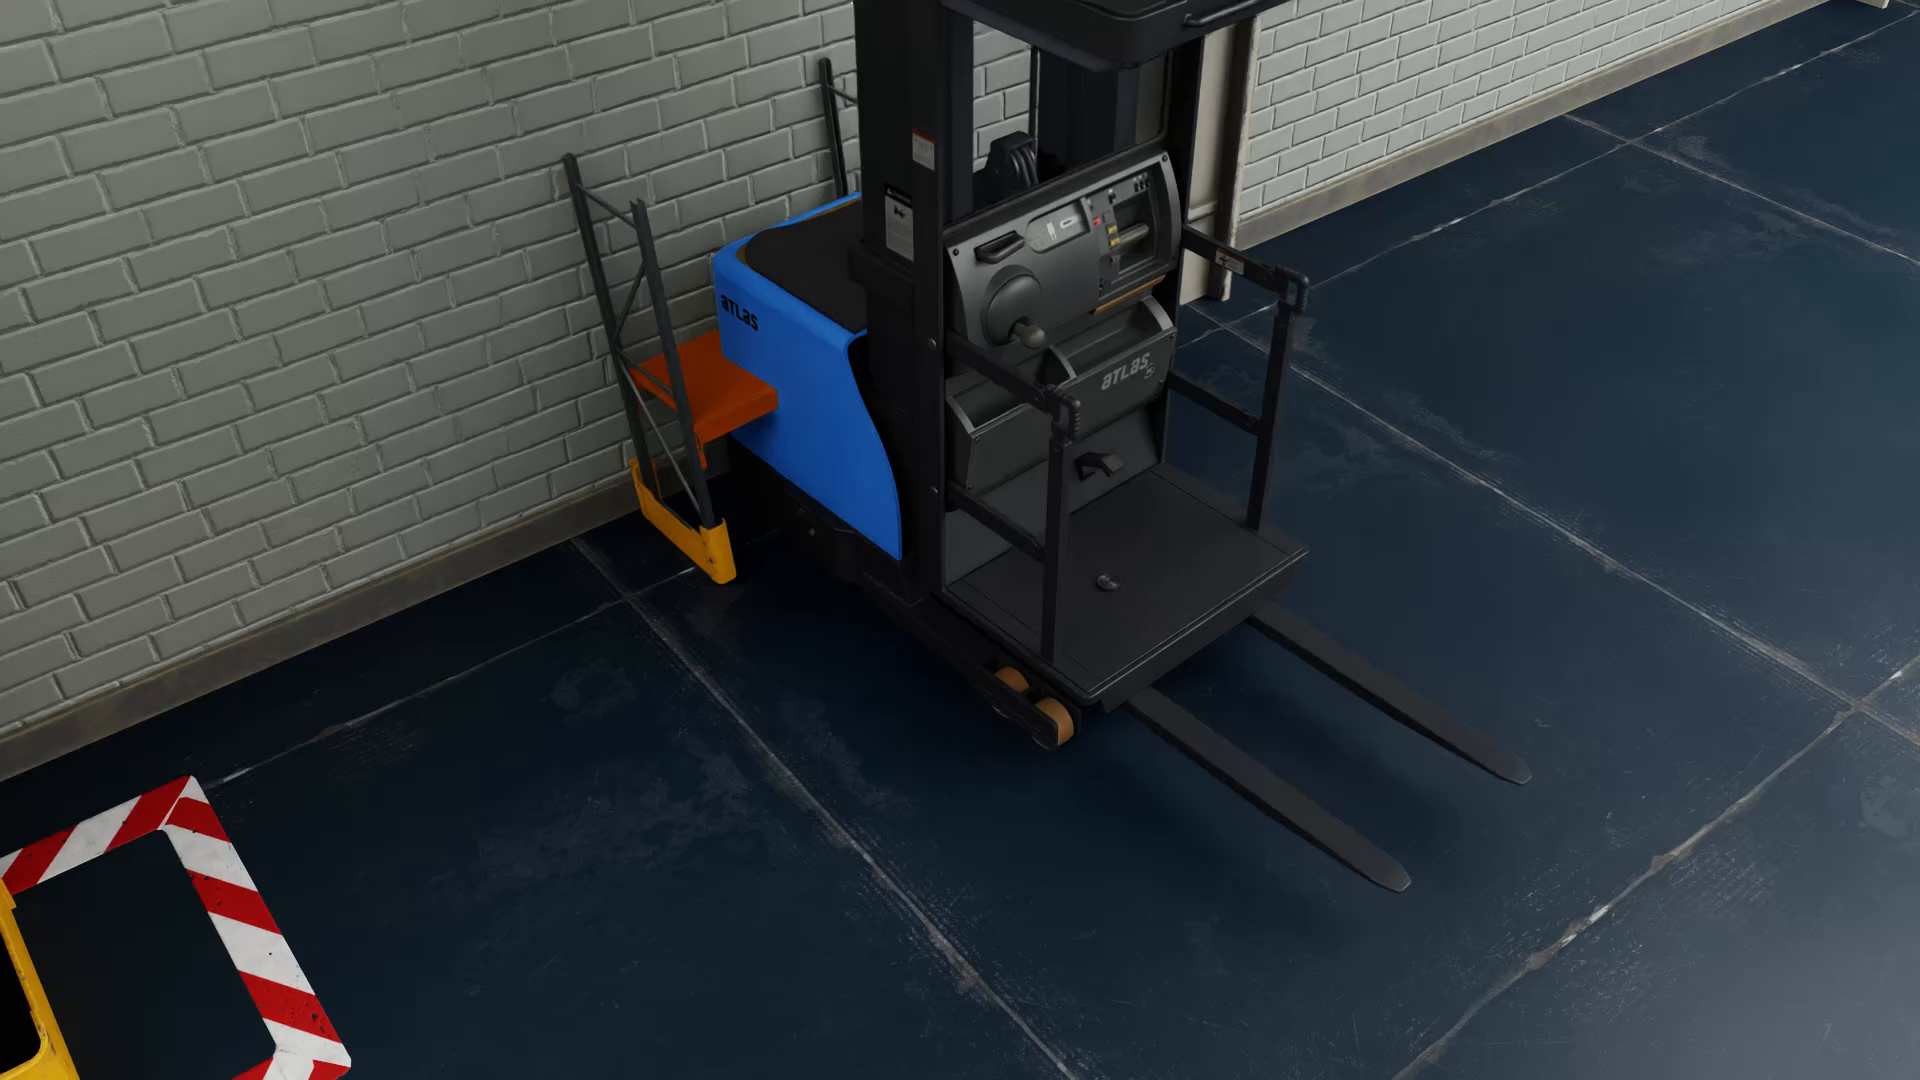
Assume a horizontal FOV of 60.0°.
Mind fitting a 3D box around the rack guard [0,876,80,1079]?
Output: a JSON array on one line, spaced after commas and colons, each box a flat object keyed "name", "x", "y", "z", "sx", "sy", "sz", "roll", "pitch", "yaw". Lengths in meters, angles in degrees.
[{"name": "rack guard", "x": -2.652, "y": 1.193, "z": 4.402, "sx": 0.348, "sy": 0.500, "sz": 1.175, "roll": -26, "pitch": 46, "yaw": -28}]

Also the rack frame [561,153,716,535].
[{"name": "rack frame", "x": -1.076, "y": -0.567, "z": 5.746, "sx": 0.032, "sy": 1.500, "sz": 0.500, "roll": -29, "pitch": 44, "yaw": -26}]

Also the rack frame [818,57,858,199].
[{"name": "rack frame", "x": -0.279, "y": -1.011, "z": 6.194, "sx": 0.032, "sy": 1.500, "sz": 0.500, "roll": -29, "pitch": 44, "yaw": -26}]

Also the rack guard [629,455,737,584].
[{"name": "rack guard", "x": -1.024, "y": -0.082, "z": 6.137, "sx": 0.087, "sy": 0.250, "sz": 0.587, "roll": -29, "pitch": 44, "yaw": -26}]

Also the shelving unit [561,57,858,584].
[{"name": "shelving unit", "x": -0.685, "y": -0.785, "z": 5.966, "sx": 1.083, "sy": 1.500, "sz": 0.587, "roll": -29, "pitch": 44, "yaw": -26}]

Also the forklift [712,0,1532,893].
[{"name": "forklift", "x": 0.475, "y": -0.822, "z": 4.941, "sx": 1.130, "sy": 2.935, "sz": 3.031, "roll": -30, "pitch": 48, "yaw": -31}]

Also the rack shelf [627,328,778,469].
[{"name": "rack shelf", "x": -0.663, "y": -0.649, "z": 6.083, "sx": 1.000, "sy": 0.185, "sz": 0.538, "roll": -29, "pitch": 44, "yaw": -26}]

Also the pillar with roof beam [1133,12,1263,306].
[{"name": "pillar with roof beam", "x": 3.608, "y": -2.422, "z": 2.107, "sx": 0.400, "sy": 9.000, "sz": 9.100, "roll": -26, "pitch": 46, "yaw": -28}]
